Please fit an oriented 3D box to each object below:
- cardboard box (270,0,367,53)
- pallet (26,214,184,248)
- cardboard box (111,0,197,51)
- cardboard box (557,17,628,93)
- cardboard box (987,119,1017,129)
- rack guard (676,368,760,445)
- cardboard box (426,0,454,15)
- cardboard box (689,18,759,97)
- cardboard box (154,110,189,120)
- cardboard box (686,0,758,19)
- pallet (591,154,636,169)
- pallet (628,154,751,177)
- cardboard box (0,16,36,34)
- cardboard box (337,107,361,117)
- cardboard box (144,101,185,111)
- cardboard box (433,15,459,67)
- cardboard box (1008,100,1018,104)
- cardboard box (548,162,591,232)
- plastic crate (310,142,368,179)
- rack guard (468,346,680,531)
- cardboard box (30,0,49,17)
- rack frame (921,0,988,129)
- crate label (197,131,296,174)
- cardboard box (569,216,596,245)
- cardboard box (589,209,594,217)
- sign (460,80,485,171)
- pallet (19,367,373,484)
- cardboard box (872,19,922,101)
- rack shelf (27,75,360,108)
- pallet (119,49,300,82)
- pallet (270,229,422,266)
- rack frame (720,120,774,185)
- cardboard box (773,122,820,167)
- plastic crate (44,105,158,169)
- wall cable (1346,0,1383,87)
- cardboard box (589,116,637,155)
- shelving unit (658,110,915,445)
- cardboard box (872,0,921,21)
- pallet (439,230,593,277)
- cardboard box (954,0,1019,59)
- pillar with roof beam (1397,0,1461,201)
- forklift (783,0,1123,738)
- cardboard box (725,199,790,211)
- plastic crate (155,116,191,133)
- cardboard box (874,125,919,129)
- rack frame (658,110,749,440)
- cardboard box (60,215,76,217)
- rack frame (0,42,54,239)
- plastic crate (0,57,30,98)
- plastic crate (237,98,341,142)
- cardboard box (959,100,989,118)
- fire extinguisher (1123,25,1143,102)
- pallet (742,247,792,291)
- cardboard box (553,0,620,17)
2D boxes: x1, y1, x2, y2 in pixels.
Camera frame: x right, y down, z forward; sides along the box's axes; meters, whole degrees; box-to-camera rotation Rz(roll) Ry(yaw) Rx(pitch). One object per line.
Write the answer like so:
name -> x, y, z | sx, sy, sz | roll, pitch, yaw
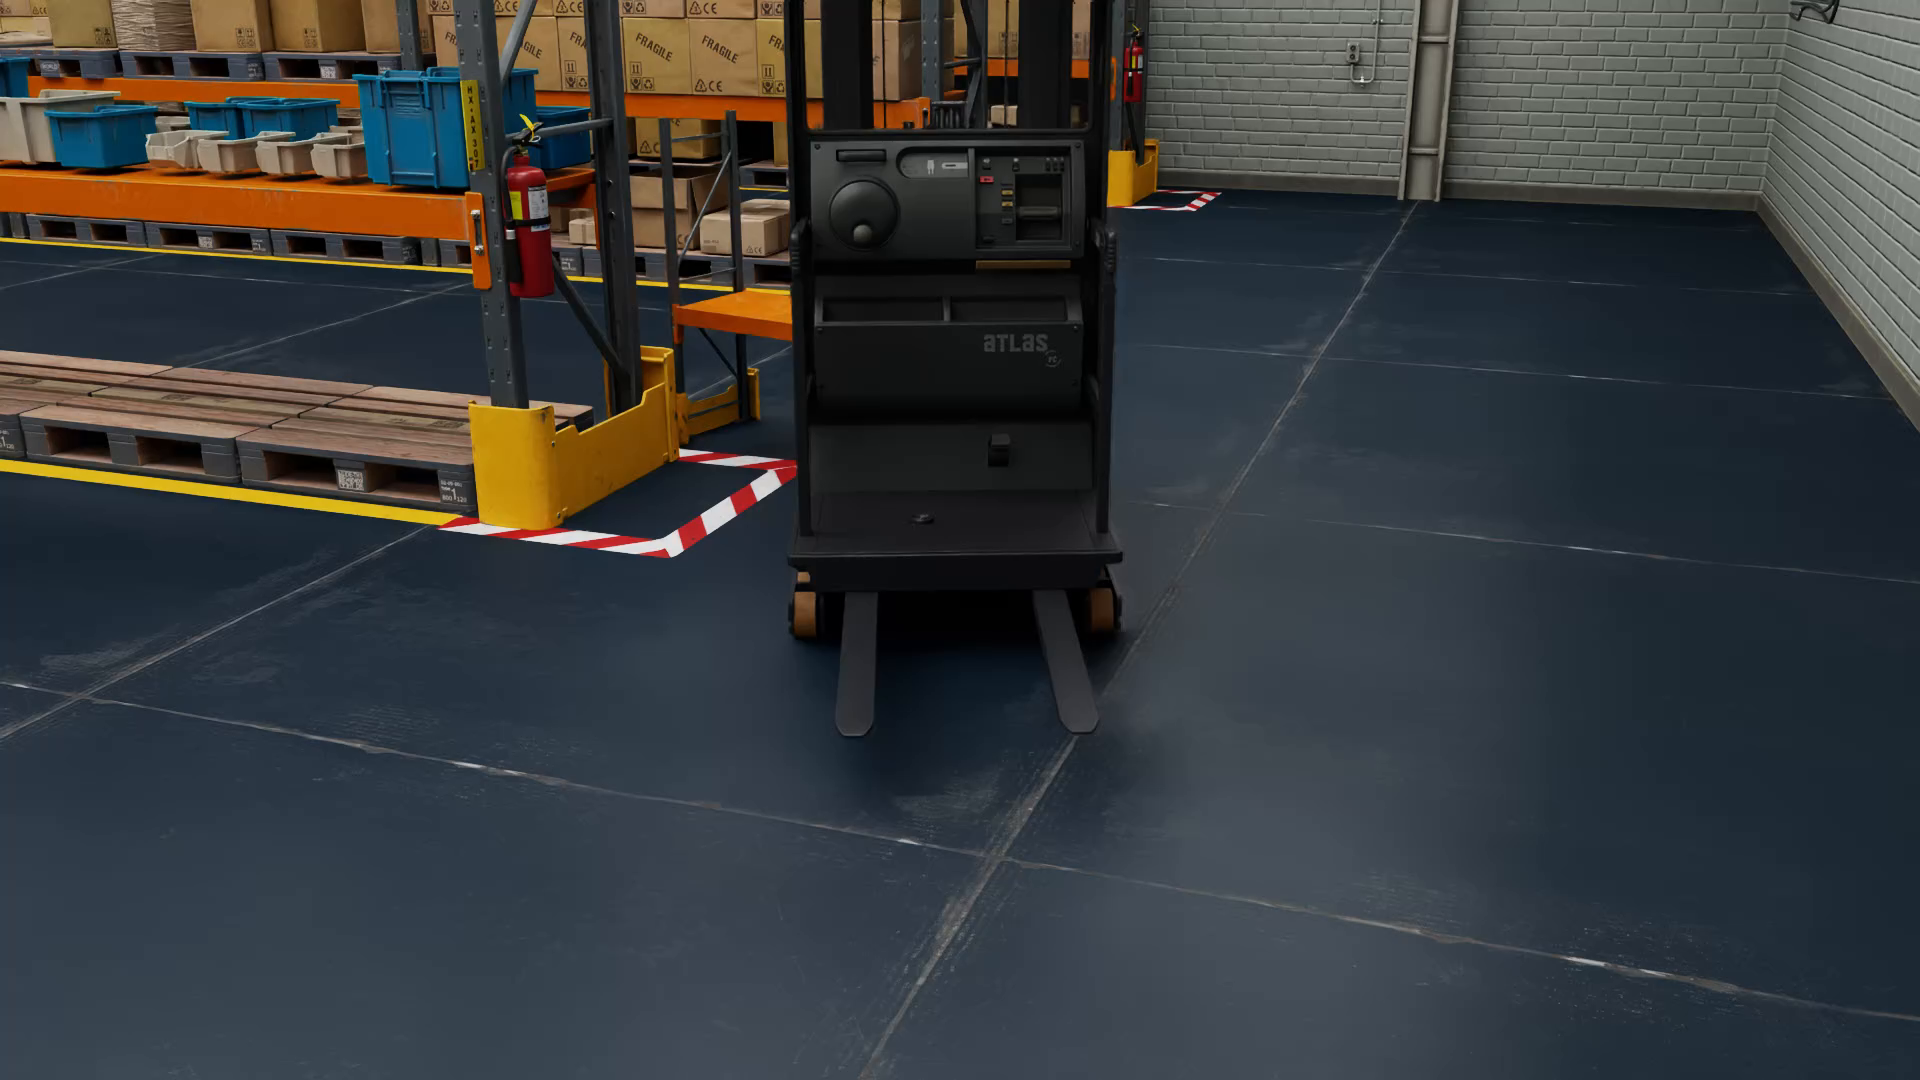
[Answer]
cardboard box -> -4.850, -4.039, 12.816 | 0.500, 0.500, 0.700 | 10, 22, 27
pallet -> -6.892, -2.641, 13.832 | 1.213, 0.211, 1.003 | 7, 20, 18
cardboard box -> -6.151, -4.105, 13.005 | 0.500, 0.500, 0.700 | 11, 22, 28
cardboard box -> -2.457, -3.417, 11.669 | 0.500, 0.500, 0.500 | 6, 20, 18
cardboard box -> 0.428, -3.843, 16.204 | 0.500, 0.500, 0.700 | 6, 20, 18
rack guard -> -1.184, -0.652, 8.066 | 0.087, 0.250, 0.587 | 12, 23, 31
cardboard box -> -3.453, -3.999, 11.821 | 0.500, 0.500, 0.500 | 7, 20, 19
cardboard box -> -1.501, -3.308, 11.356 | 0.500, 0.500, 0.500 | 7, 20, 18
cardboard box -> -6.569, -3.399, 13.760 | 0.500, 0.250, 0.500 | 7, 21, 20
cardboard box -> -1.507, -3.777, 11.183 | 0.500, 0.500, 0.500 | 7, 20, 20
pallet -> -4.094, -4.033, 17.826 | 1.213, 0.211, 1.003 | 7, 20, 18
pallet -> -2.937, -3.902, 17.450 | 1.213, 0.211, 1.003 | 7, 20, 18
cardboard box -> -10.756, -5.975, 19.357 | 0.500, 0.250, 0.500 | 7, 20, 18
cardboard box -> -6.660, -4.680, 18.574 | 0.500, 0.500, 0.700 | 7, 20, 19
cardboard box -> -9.040, -4.976, 19.424 | 0.500, 0.500, 0.700 | 7, 20, 20
cardboard box -> -3.414, -3.526, 11.982 | 0.500, 0.500, 0.500 | 7, 20, 19
cardboard box -> 0.605, -4.199, 16.238 | 0.250, 0.149, 0.380 | 7, 20, 18
cardboard box -> -3.175, -2.672, 12.814 | 0.500, 0.500, 0.500 | 7, 20, 18
plastic crate -> -2.486, -1.582, 6.867 | 0.243, 0.136, 0.396 | 7, 20, 18
rack guard -> -1.630, -0.467, 7.158 | 0.348, 0.500, 1.175 | 7, 20, 18
cardboard box -> -10.289, -6.271, 19.066 | 0.500, 0.500, 0.500 | 6, 20, 18
rack frame -> -0.027, -3.186, 11.159 | 0.127, 3.000, 1.000 | 7, 20, 18
crate label -> -3.026, -1.640, 7.034 | 0.243, 0.136, 0.396 | 7, 20, 18
cardboard box -> -2.660, -2.285, 12.211 | 0.250, 0.166, 0.380 | 7, 20, 18
cardboard box -> -2.466, -2.502, 12.613 | 0.500, 0.311, 0.500 | 7, 20, 18
sign -> -1.822, -1.551, 6.220 | 0.005, 0.325, 0.100 | 7, 20, 18
pallet -> -3.571, -0.563, 7.871 | 1.213, 0.211, 1.003 | 7, 20, 18
cardboard box -> -0.540, -3.197, 11.039 | 0.500, 0.500, 0.500 | 7, 20, 20
rack shelf -> -5.695, -3.495, 13.137 | 4.000, 0.370, 1.077 | 7, 20, 18
pallet -> -5.746, -3.751, 13.072 | 1.213, 0.211, 1.003 | 7, 20, 18
pallet -> -4.587, -2.377, 13.076 | 1.213, 0.211, 1.003 | 7, 20, 18
rack frame -> -2.184, -5.159, 16.819 | 0.127, 3.000, 1.000 | 7, 20, 18
cardboard box -> -1.511, -4.064, 16.838 | 0.500, 0.500, 0.700 | 7, 20, 19
plastic crate -> -3.681, -1.738, 7.168 | 0.300, 0.233, 0.416 | 7, 20, 18
wall cable -> 3.115, -5.362, 15.859 | 1.851, 1.984, 0.084 | 7, 20, 18
cardboard box -> -3.681, -4.467, 17.462 | 0.750, 0.750, 0.750 | 7, 20, 20
shelving unit -> -0.766, -1.153, 7.605 | 1.083, 1.500, 0.587 | 12, 23, 31
cardboard box -> -0.538, -3.668, 10.871 | 0.500, 0.500, 0.500 | 6, 20, 18
pallet -> -3.158, -2.227, 12.644 | 1.213, 0.211, 1.003 | 7, 20, 18
cardboard box -> 0.419, -4.995, 15.894 | 0.700, 0.700, 0.980 | 6, 20, 18
pillar with roof beam -> 3.016, -6.198, 10.687 | 0.400, 9.000, 9.100 | 7, 20, 18
forklift -> -0.030, -1.156, 5.439 | 1.130, 2.935, 3.031 | -1, 19, -2
cardboard box -> -1.393, -2.350, 12.271 | 0.500, 0.250, 0.500 | 7, 20, 18
plastic crate -> -3.691, -1.888, 7.744 | 0.466, 0.136, 0.293 | 7, 20, 18
cardboard box -> -0.554, -3.953, 16.518 | 0.500, 0.500, 0.700 | 7, 20, 19
rack frame -> -1.201, -1.245, 7.870 | 0.032, 1.500, 0.500 | 12, 23, 31
cardboard box -> -7.248, -2.940, 13.582 | 0.500, 0.500, 0.500 | 7, 21, 20
rack frame -> -7.584, -4.050, 13.638 | 0.127, 3.000, 1.000 | 7, 20, 18
plastic crate -> -4.882, -2.155, 8.134 | 0.575, 0.384, 0.392 | 7, 20, 18
plastic crate -> -3.026, -1.867, 7.538 | 0.300, 0.233, 0.416 | 7, 20, 18
cardboard box -> 0.129, -4.253, 16.394 | 0.250, 0.149, 0.380 | 7, 20, 19
fire extinguisher -> 1.586, -4.354, 15.195 | 0.183, 0.674, 0.296 | 7, 20, 18
pallet -> -0.853, -1.963, 11.888 | 1.213, 0.211, 1.003 | 7, 20, 18
cardboard box -> -2.480, -3.888, 11.502 | 0.500, 0.500, 0.500 | 6, 20, 16
